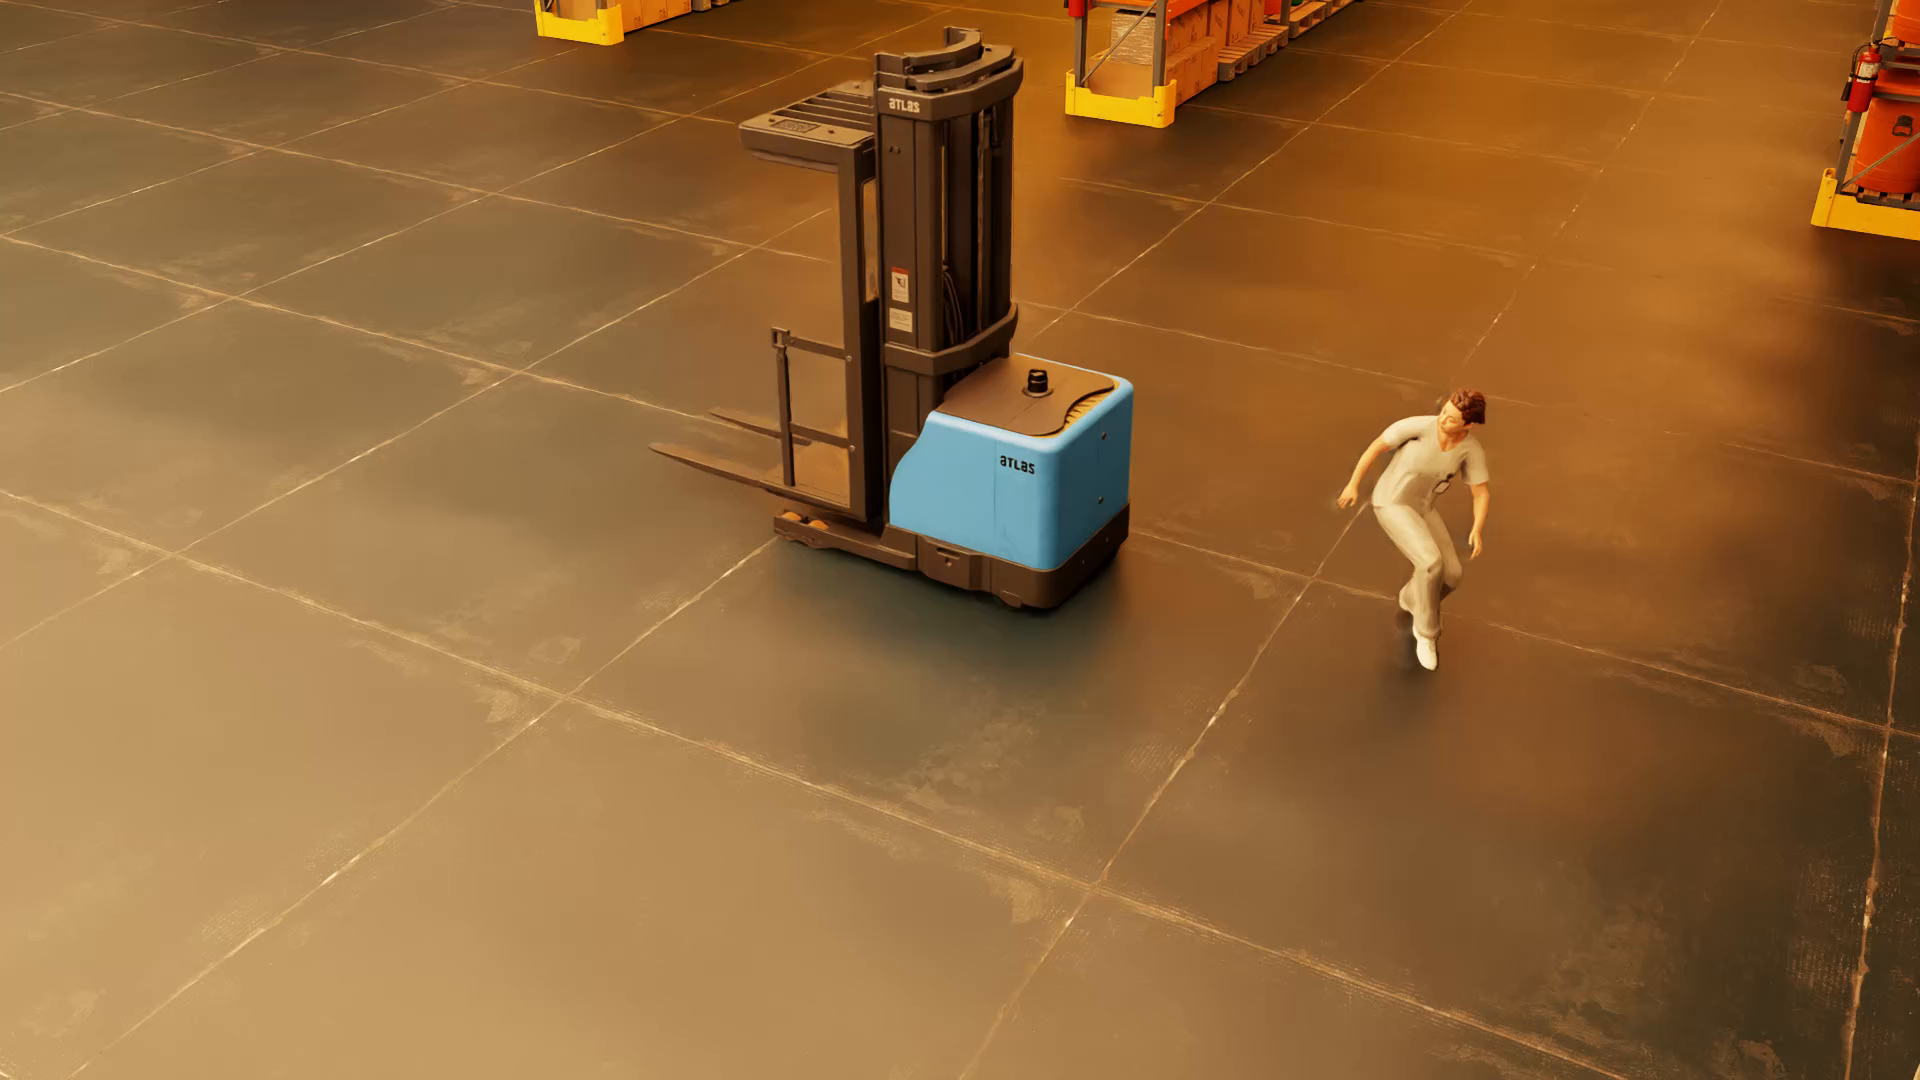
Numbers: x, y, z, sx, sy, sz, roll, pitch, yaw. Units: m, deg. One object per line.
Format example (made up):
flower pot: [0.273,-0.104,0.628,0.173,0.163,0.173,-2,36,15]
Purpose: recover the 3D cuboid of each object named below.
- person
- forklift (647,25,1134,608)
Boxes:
person: [2.410,-0.106,8.668,0.665,1.469,0.704,-8,31,-13]
forklift: [-0.527,-1.425,9.539,3.031,2.935,1.130,17,34,27]
